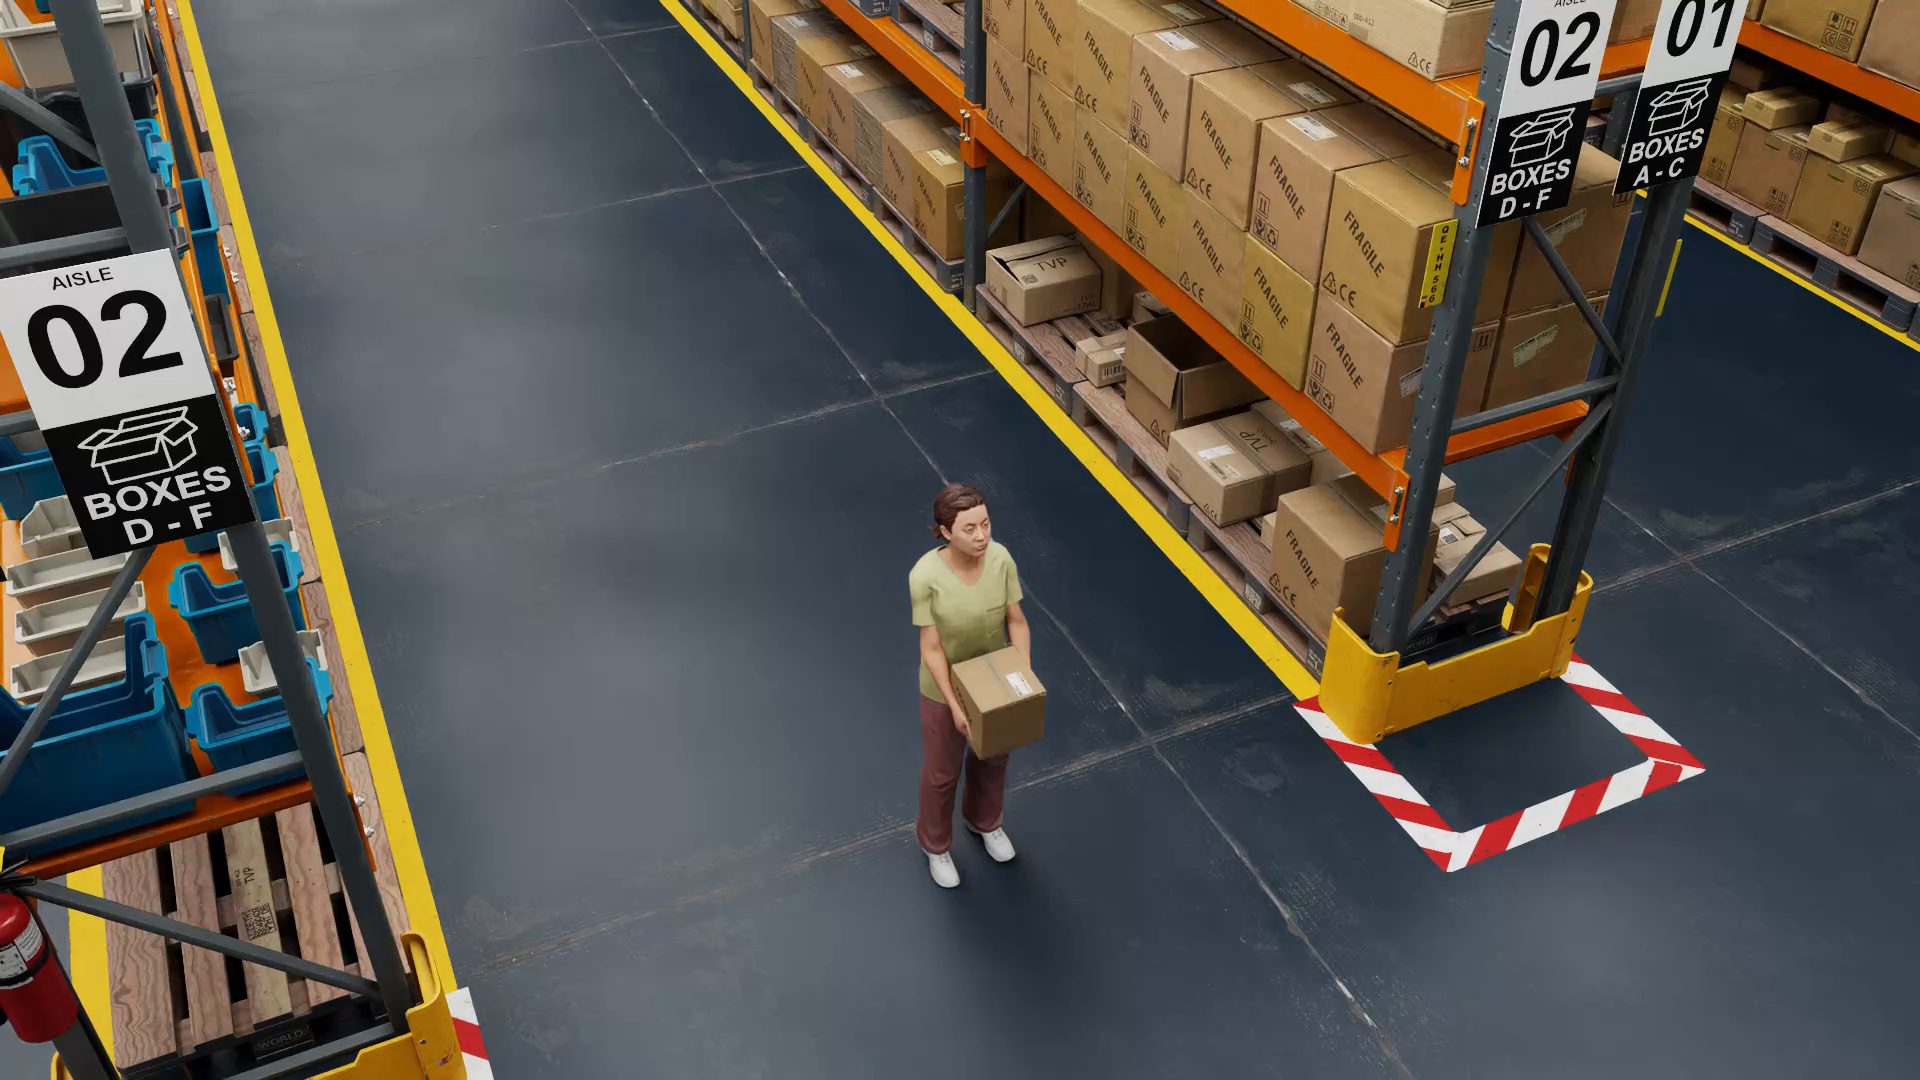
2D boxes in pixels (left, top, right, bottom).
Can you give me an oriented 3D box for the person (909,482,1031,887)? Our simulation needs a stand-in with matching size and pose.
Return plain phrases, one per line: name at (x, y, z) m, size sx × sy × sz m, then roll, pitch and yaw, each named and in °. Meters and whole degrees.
person at (0.055, 0.558, 6.125) m, size 0.439 × 1.674 × 0.537 m, roll -16°, pitch 40°, yaw -20°
